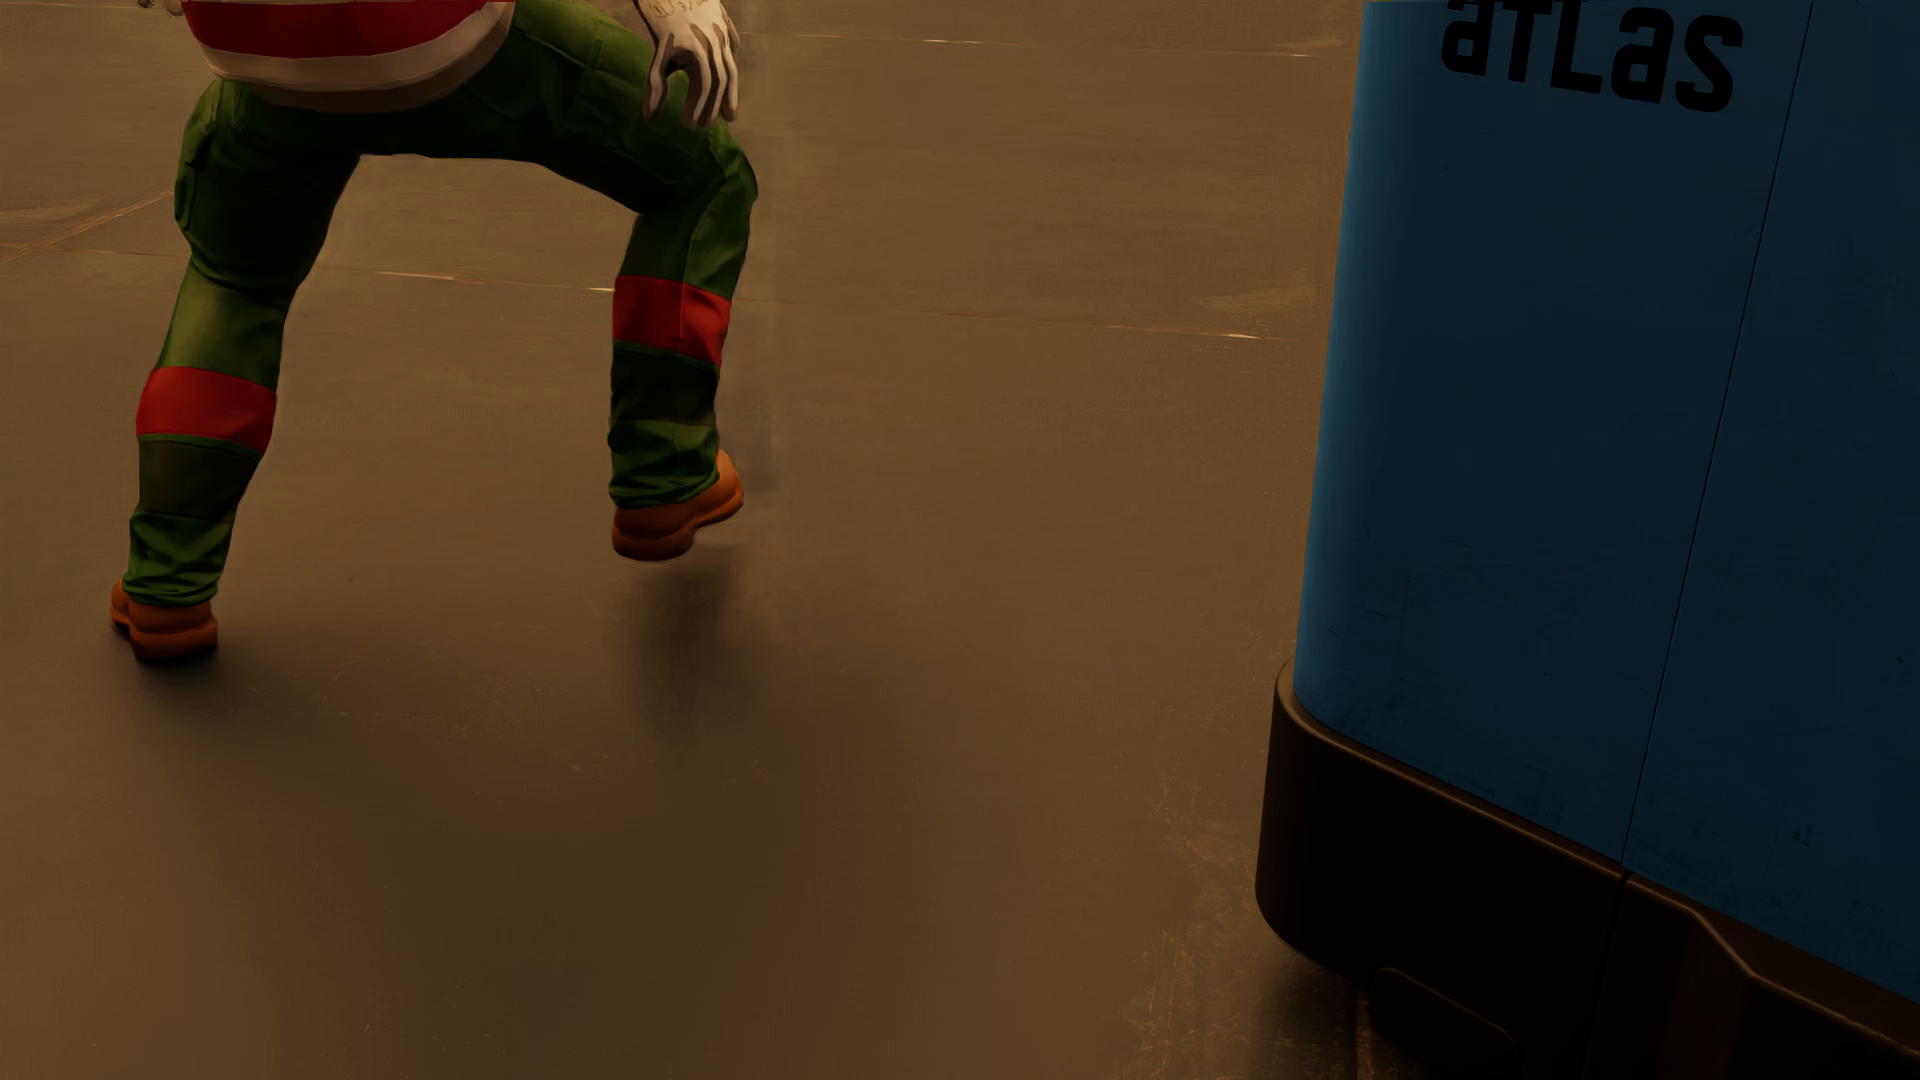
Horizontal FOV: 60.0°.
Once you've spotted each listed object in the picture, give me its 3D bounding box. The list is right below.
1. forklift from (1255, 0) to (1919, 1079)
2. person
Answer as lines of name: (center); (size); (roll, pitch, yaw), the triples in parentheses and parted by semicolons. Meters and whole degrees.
forklift: (1.686, -0.571, 0.377); (1.130, 2.935, 3.031); (-24, 35, -39)
person: (-0.749, -0.668, 2.031); (0.993, 1.650, 0.678); (10, 28, 18)
